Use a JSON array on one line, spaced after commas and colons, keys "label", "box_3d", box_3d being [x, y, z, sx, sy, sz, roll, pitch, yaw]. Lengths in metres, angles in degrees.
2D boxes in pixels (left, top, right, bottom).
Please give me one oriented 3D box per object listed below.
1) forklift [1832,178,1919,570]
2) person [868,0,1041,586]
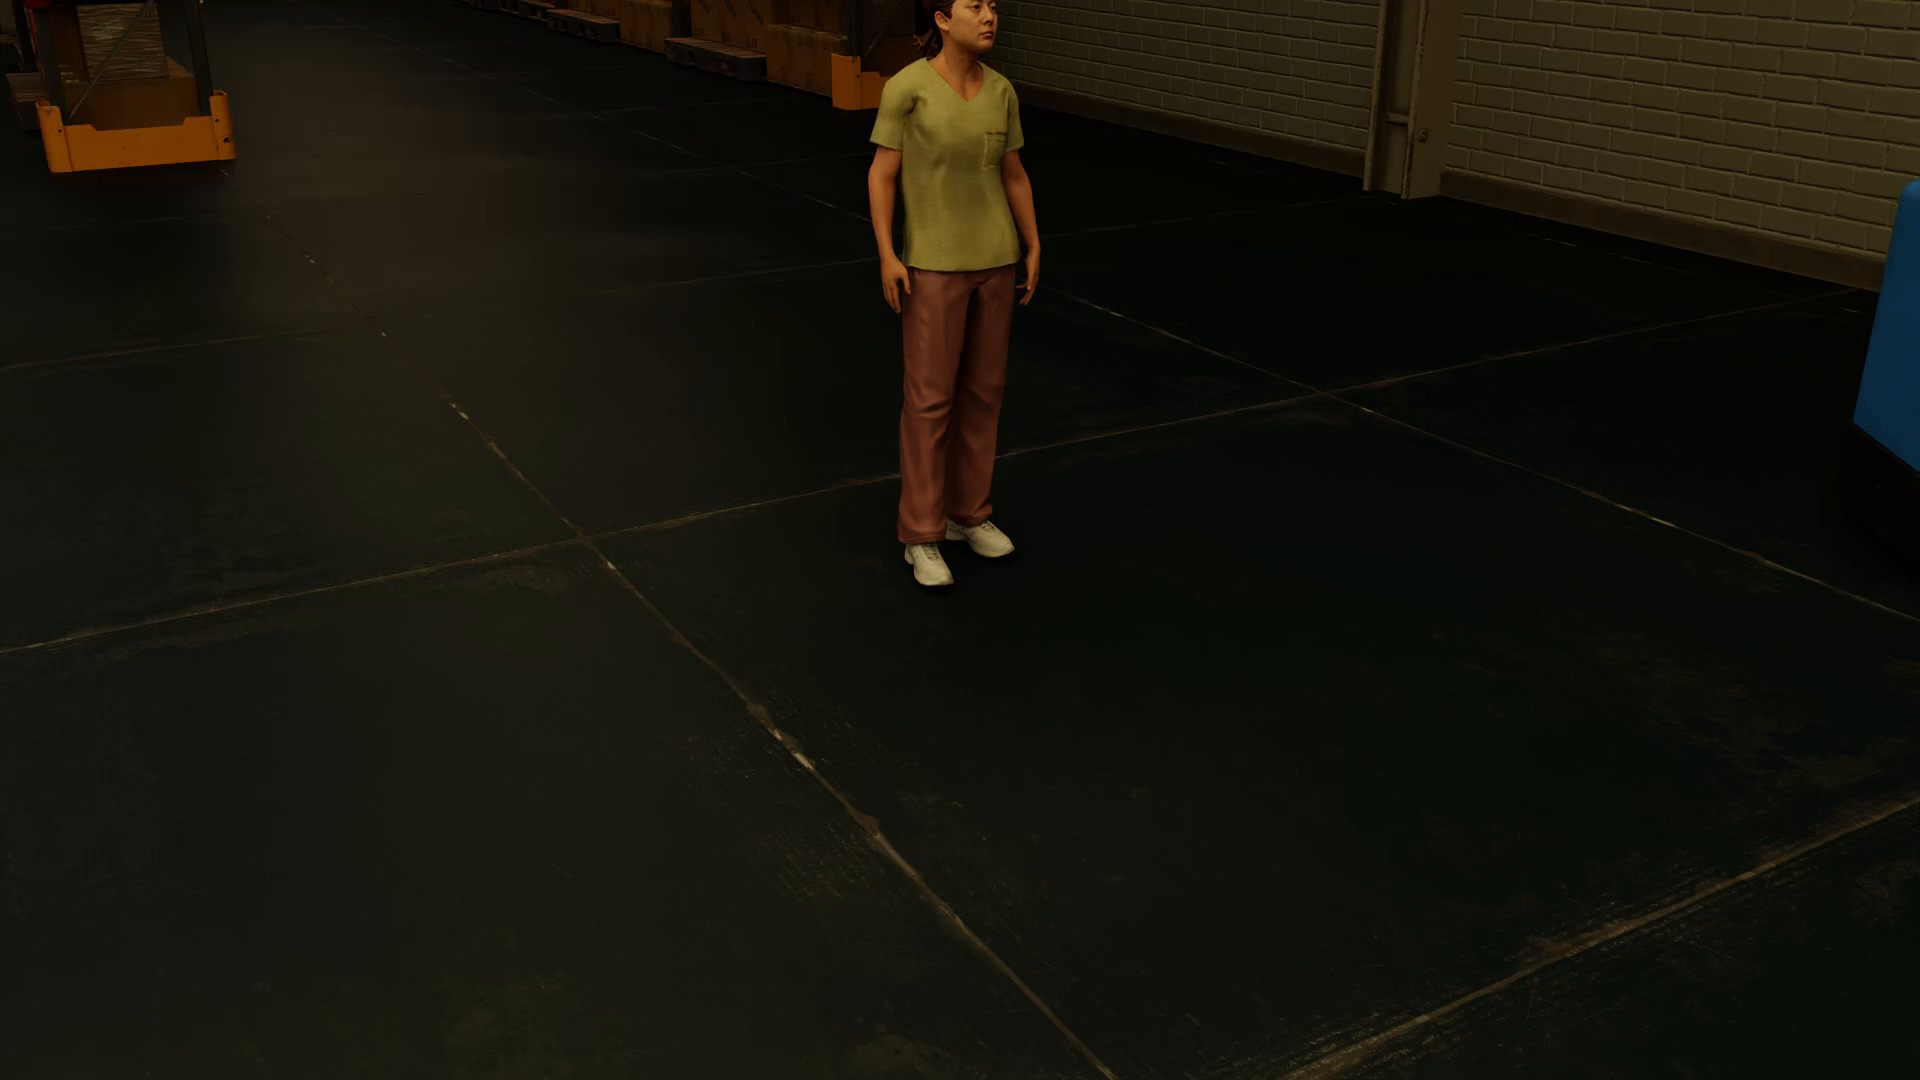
[{"label": "forklift", "box_3d": [4.256, -1.223, 4.254, 3.031, 2.935, 1.130, 2, 22, 5]}, {"label": "person", "box_3d": [0.027, -0.755, 4.750, 0.555, 1.675, 0.549, -12, 25, -28]}]
